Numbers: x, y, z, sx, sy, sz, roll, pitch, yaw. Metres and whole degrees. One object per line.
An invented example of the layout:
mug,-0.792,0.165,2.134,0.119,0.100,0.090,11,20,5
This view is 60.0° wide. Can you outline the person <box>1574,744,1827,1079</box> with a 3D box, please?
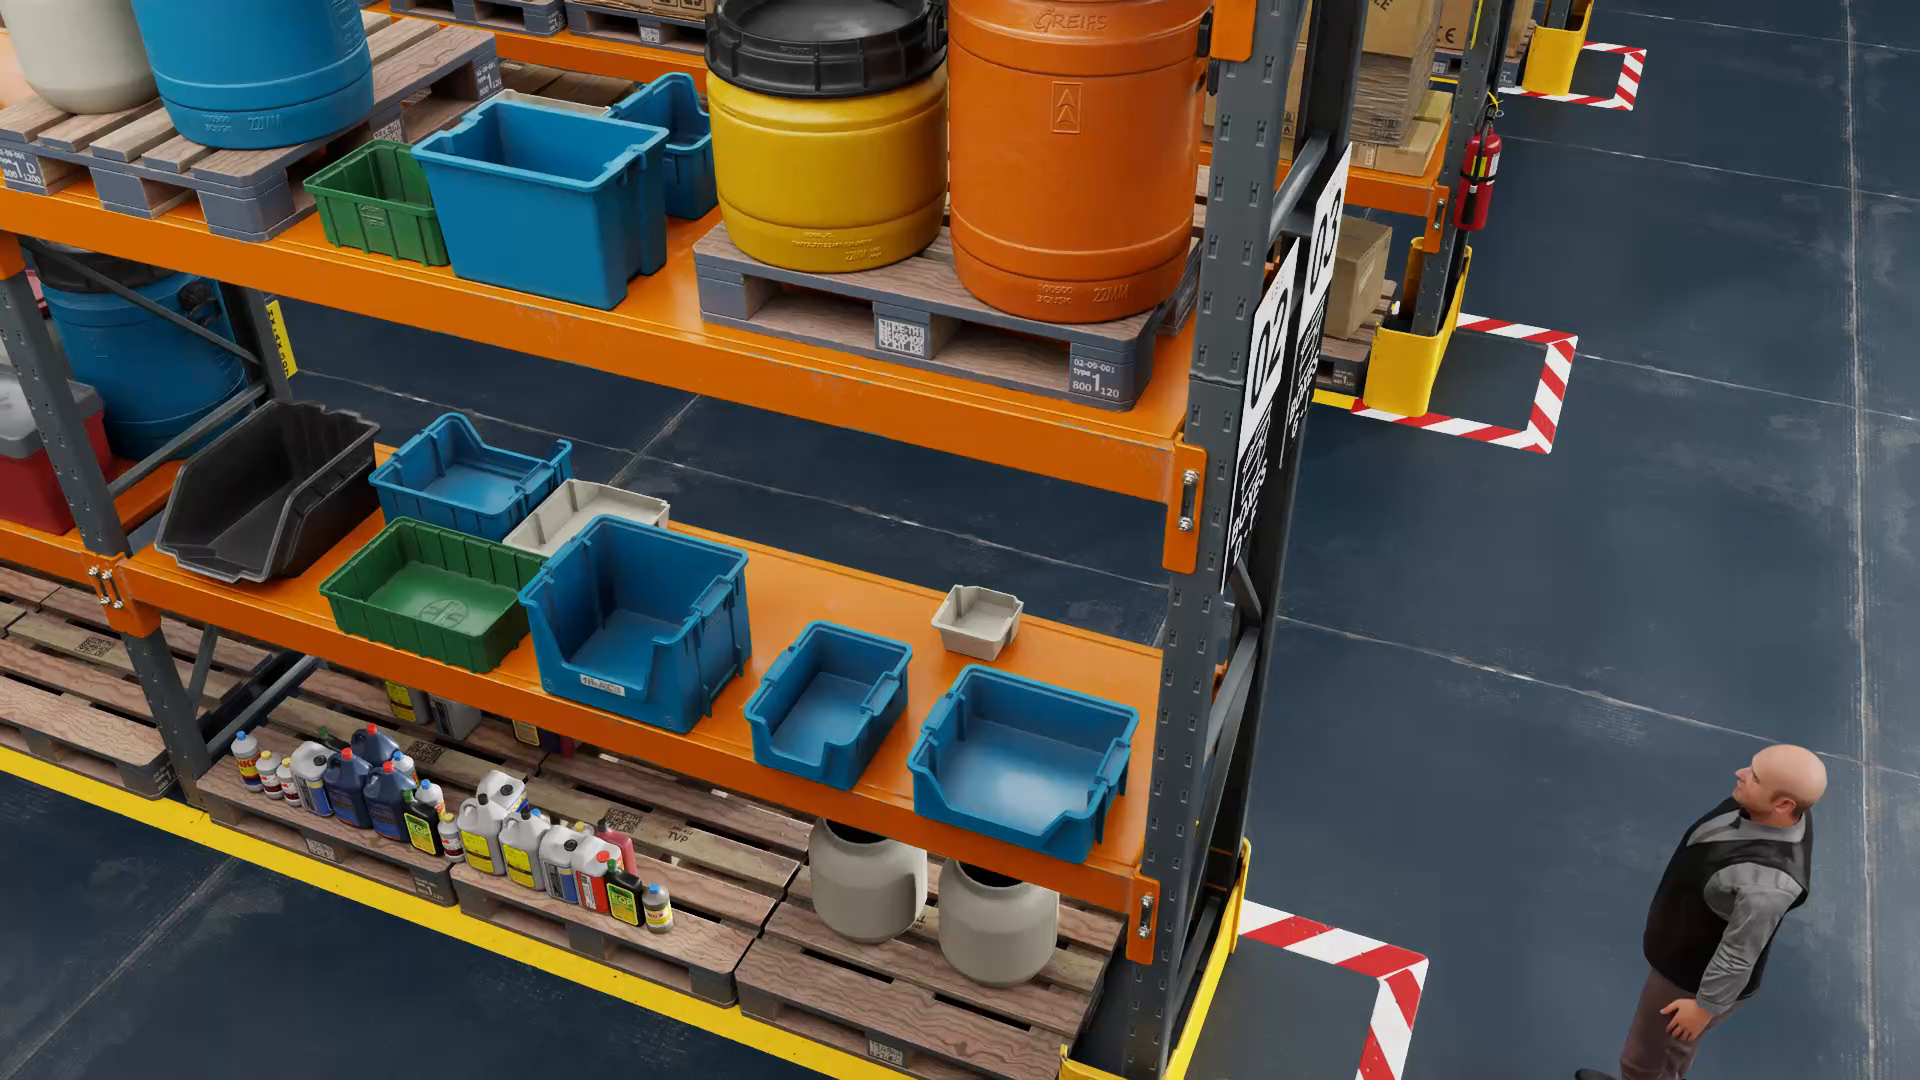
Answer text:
person,2.273,1.279,5.141,0.386,1.727,0.566,18,41,22
